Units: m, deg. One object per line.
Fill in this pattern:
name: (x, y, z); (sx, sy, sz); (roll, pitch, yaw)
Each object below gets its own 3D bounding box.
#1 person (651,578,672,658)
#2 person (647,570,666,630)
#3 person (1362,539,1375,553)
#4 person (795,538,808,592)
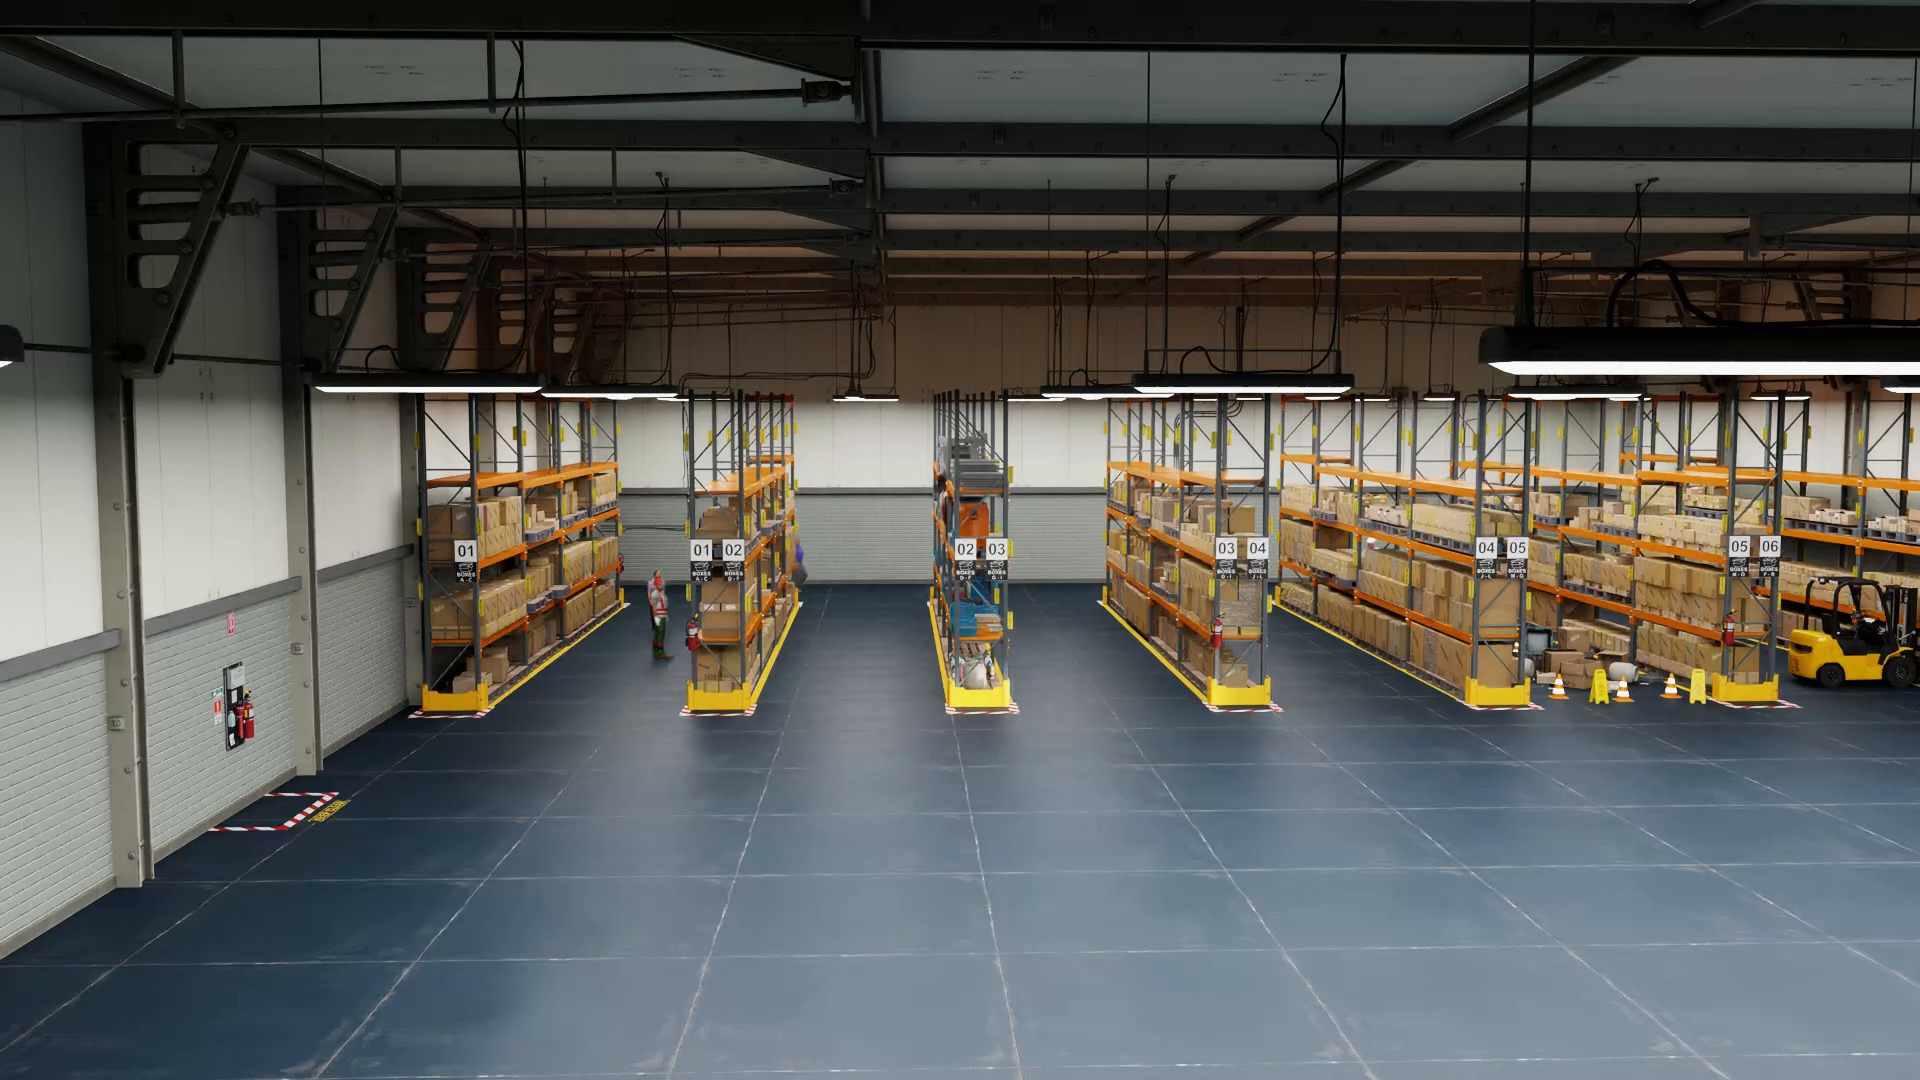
person: (-6.751, 1.761, 37.648); (0.461, 1.799, 0.574); (-1, 5, -7)
person: (-7.561, 1.546, 41.470); (0.452, 1.605, 0.978); (-1, 5, -9)
person: (12.213, 0.823, 49.351); (0.535, 1.721, 1.054); (1, 5, 8)
person: (-4.879, 0.777, 50.484); (0.463, 1.662, 0.515); (1, 5, 11)
